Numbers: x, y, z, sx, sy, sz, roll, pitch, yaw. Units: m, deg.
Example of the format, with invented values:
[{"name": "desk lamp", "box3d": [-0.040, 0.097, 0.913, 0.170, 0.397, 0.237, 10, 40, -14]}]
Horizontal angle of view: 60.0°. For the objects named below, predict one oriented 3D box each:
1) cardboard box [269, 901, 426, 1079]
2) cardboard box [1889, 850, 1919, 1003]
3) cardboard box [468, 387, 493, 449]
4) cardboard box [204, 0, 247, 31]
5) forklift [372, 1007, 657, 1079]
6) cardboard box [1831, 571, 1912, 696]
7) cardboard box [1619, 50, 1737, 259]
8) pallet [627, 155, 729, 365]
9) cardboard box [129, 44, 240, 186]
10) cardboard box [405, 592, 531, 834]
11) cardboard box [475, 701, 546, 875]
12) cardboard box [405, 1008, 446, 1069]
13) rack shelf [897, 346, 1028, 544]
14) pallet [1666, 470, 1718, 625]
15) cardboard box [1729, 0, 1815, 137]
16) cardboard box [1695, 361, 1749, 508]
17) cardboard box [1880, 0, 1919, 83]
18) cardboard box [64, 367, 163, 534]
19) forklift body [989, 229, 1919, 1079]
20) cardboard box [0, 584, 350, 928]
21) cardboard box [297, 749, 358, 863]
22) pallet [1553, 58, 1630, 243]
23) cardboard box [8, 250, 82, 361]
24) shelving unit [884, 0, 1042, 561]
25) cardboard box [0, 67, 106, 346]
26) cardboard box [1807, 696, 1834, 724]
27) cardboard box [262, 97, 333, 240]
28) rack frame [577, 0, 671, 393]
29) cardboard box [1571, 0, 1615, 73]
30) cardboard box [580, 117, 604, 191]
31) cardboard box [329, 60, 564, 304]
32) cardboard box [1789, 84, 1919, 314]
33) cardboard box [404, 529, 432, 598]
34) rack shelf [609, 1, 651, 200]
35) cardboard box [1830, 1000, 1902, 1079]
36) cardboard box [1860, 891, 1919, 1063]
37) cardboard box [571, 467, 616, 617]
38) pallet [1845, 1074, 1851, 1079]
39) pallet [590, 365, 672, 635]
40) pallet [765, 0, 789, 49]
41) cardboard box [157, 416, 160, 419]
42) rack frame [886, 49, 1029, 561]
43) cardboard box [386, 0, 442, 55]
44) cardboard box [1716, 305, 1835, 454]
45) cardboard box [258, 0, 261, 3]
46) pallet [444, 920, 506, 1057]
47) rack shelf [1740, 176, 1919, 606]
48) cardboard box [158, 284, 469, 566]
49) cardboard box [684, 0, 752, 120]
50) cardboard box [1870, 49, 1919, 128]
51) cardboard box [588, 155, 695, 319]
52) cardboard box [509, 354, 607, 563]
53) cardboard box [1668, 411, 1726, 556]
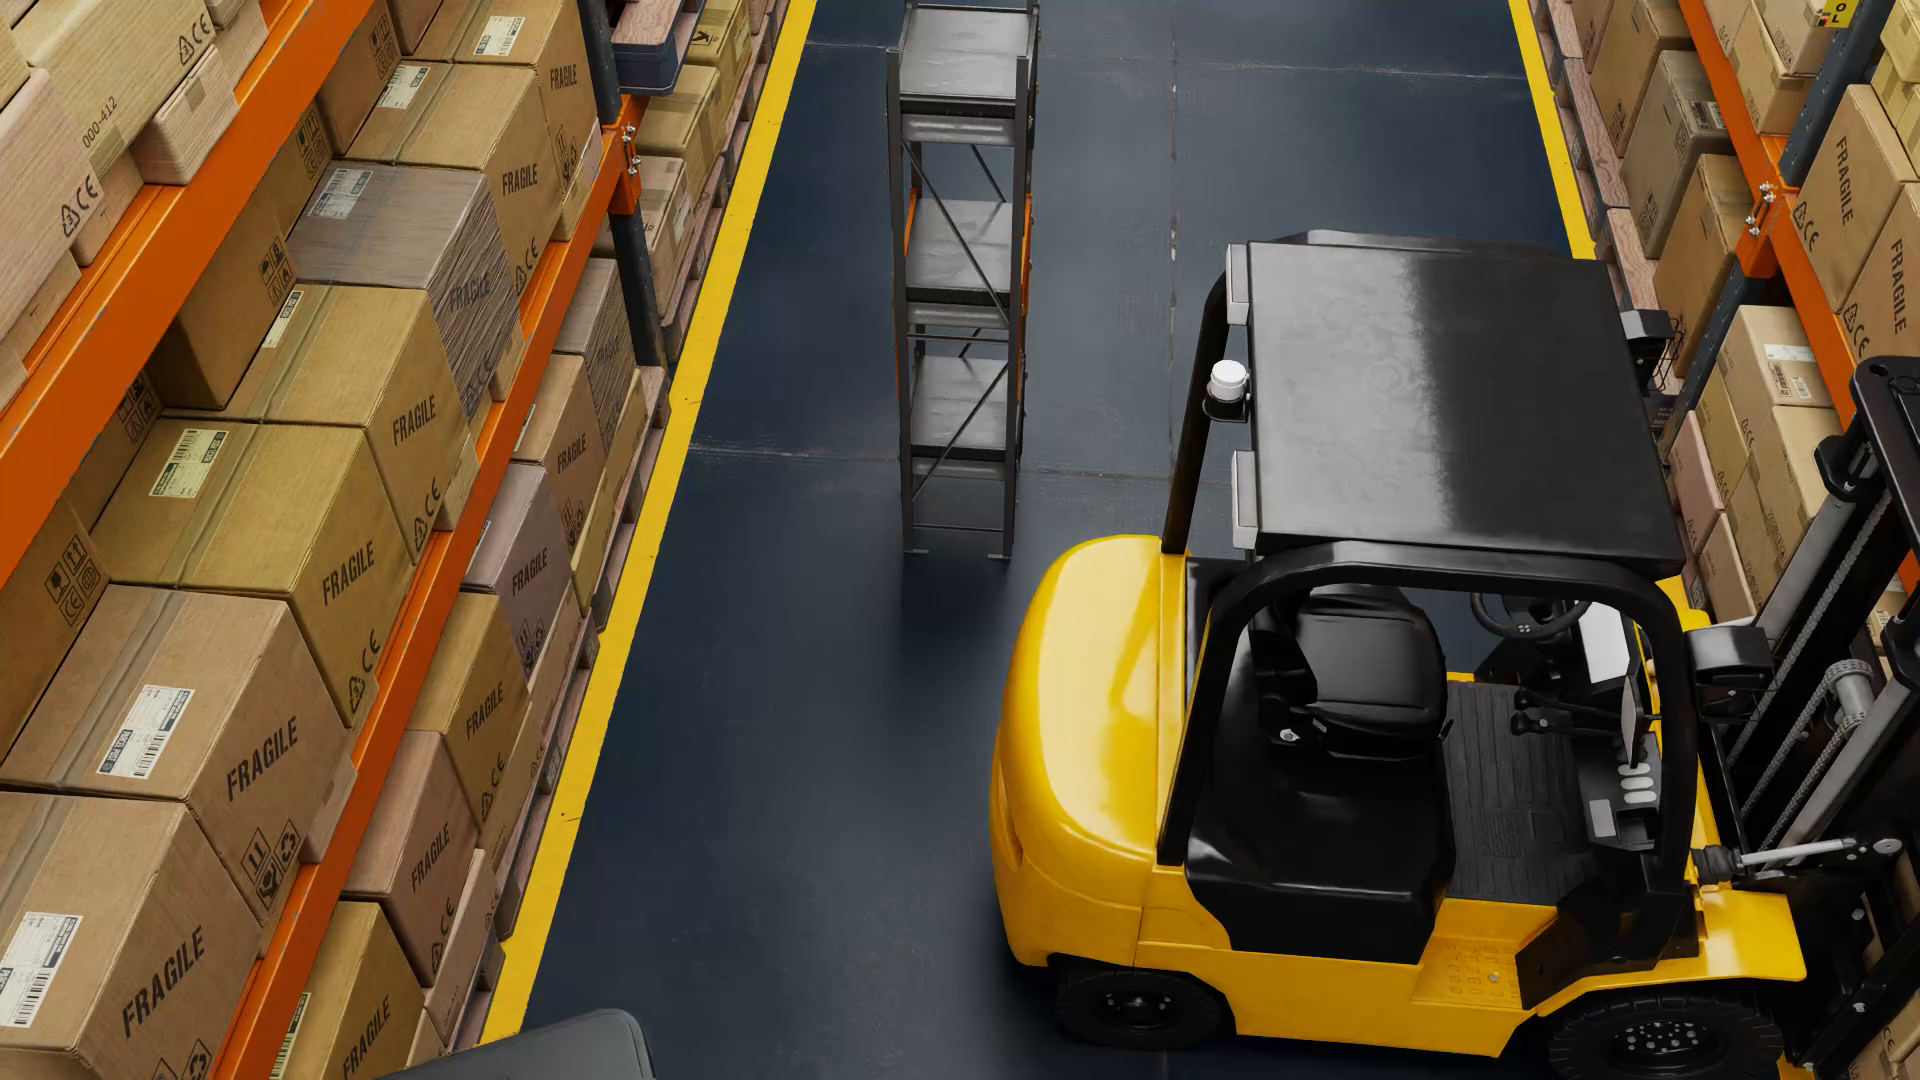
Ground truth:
[{"name": "cardboard box", "box3d": [-1.705, 1.240, 4.154, 0.500, 0.500, 0.500, 2, 48, 2]}, {"name": "cardboard box", "box3d": [2.696, 0.972, 4.230, 0.500, 0.250, 0.500, 4, 48, 4]}, {"name": "cardboard box", "box3d": [-1.559, -0.367, 4.723, 0.380, 0.149, 0.250, 3, 48, 3]}, {"name": "cardboard box", "box3d": [-1.600, -1.241, 3.220, 0.500, 0.250, 0.500, 5, 48, 4]}, {"name": "forklift", "box3d": [-0.705, 1.813, 2.605, 3.031, 2.935, 1.130, -14, 49, -13]}, {"name": "cardboard box", "box3d": [2.805, 0.215, 4.922, 0.500, 0.250, 0.500, 5, 48, 5]}, {"name": "cardboard box", "box3d": [3.367, -1.604, 7.009, 0.875, 0.625, 0.625, 3, 48, 3]}, {"name": "pallet", "box3d": [-1.621, -1.272, 7.270, 1.003, 0.211, 1.213, 4, 48, 4]}, {"name": "cardboard box", "box3d": [-1.588, -0.801, 3.087, 0.380, 0.149, 0.250, 4, 48, 4]}, {"name": "cardboard box", "box3d": [-1.608, 0.487, 4.842, 0.500, 0.500, 0.500, 5, 48, 4]}, {"name": "cardboard box", "box3d": [-1.615, 0.734, 5.125, 0.500, 0.250, 0.500, 7, 48, 6]}, {"name": "cardboard box", "box3d": [-1.707, 1.510, 4.415, 0.500, 0.250, 0.500, 4, 48, 3]}, {"name": "rack shelf", "box3d": [0.015, -0.349, 6.113, 0.431, 0.518, 0.480, 4, 48, 4]}, {"name": "pallet", "box3d": [3.138, 0.213, 5.912, 1.003, 0.211, 1.213, 4, 48, 4]}, {"name": "cardboard box", "box3d": [3.038, -1.647, 5.825, 0.500, 0.250, 0.500, 5, 48, 4]}, {"name": "cardboard box", "box3d": [2.901, -0.358, 5.784, 0.500, 0.250, 0.500, 4, 48, 3]}, {"name": "cardboard box", "box3d": [2.928, -1.449, 4.833, 0.380, 0.149, 0.250, 5, 48, 4]}, {"name": "cardboard box", "box3d": [-2.229, -0.316, 3.560, 0.700, 0.500, 0.500, 3, 48, 3]}, {"name": "forklift body", "box3d": [1.244, 0.400, 4.427, 2.313, 2.155, 1.214, 4, 48, 4]}, {"name": "cardboard box", "box3d": [-1.692, 0.454, 3.533, 0.500, 0.500, 0.500, 5, 48, 5]}, {"name": "cardboard box", "box3d": [-1.636, 0.588, 3.850, 0.380, 0.149, 0.250, 5, 48, 4]}, {"name": "pallet", "box3d": [3.389, -1.812, 7.764, 1.003, 0.211, 1.213, 4, 48, 4]}, {"name": "cardboard box", "box3d": [-1.711, -0.426, 2.744, 0.380, 0.149, 0.250, 4, 48, 3]}, {"name": "shelving unit", "box3d": [0.015, -0.830, 5.586, 0.431, 2.100, 0.503, 4, 48, 4]}, {"name": "cardboard box", "box3d": [-1.689, -0.485, 2.528, 0.500, 0.250, 0.500, 3, 48, 3]}, {"name": "cardboard box", "box3d": [2.800, 0.381, 5.109, 0.500, 0.250, 0.500, 4, 48, 3]}, {"name": "cardboard box", "box3d": [-2.088, -1.063, 4.242, 0.700, 0.500, 0.500, 3, 48, 3]}, {"name": "rack frame", "box3d": [-1.691, -1.641, 5.718, 1.000, 3.000, 0.127, 4, 48, 4]}, {"name": "cardboard box", "box3d": [3.495, -2.651, 7.967, 0.875, 0.625, 0.625, 5, 48, 5]}, {"name": "cardboard box", "box3d": [-1.417, -1.300, 5.576, 0.380, 0.149, 0.250, 3, 48, 3]}, {"name": "cardboard box", "box3d": [-1.524, -1.053, 4.911, 0.500, 0.500, 0.500, 5, 48, 5]}, {"name": "cardboard box", "box3d": [2.952, -1.035, 5.096, 0.500, 0.500, 0.500, 3, 48, 2]}, {"name": "cardboard box", "box3d": [-1.628, 0.006, 4.382, 0.380, 0.149, 0.250, 3, 48, 2]}, {"name": "rack shelf", "box3d": [-1.509, -2.868, 7.328, 1.077, 0.370, 4.000, 4, 48, 4]}, {"name": "cardboard box", "box3d": [2.725, 1.317, 4.591, 0.500, 0.250, 0.500, 4, 48, 4]}, {"name": "cardboard box", "box3d": [2.704, 1.120, 4.433, 0.500, 0.250, 0.500, 3, 48, 3]}, {"name": "cardboard box", "box3d": [-1.516, -0.010, 5.805, 0.500, 0.250, 0.500, 3, 48, 2]}, {"name": "pallet", "box3d": [2.916, 2.006, 4.272, 1.003, 0.211, 1.213, 4, 48, 4]}, {"name": "pallet", "box3d": [-1.717, -0.204, 6.294, 1.003, 0.211, 1.213, 4, 48, 4]}, {"name": "pallet", "box3d": [-1.399, -3.065, 8.910, 1.003, 0.211, 1.213, 4, 48, 4]}, {"name": "cardboard box", "box3d": [-2.116, -0.359, 4.277, 0.500, 0.500, 0.500, 4, 48, 4]}, {"name": "rack frame", "box3d": [-0.007, -0.651, 5.422, 0.400, 2.100, 0.015, 4, 48, 4]}, {"name": "cardboard box", "box3d": [-1.947, -1.804, 4.920, 0.700, 0.500, 0.500, 3, 48, 3]}, {"name": "cardboard box", "box3d": [2.896, -0.527, 5.600, 0.500, 0.250, 0.500, 3, 48, 3]}, {"name": "cardboard box", "box3d": [-1.652, -1.187, 3.440, 0.380, 0.149, 0.250, 3, 48, 3]}, {"name": "pallet", "box3d": [-1.939, 1.589, 4.654, 1.003, 0.211, 1.213, 4, 48, 4]}, {"name": "rack shelf", "box3d": [3.070, 0.402, 4.337, 1.077, 0.370, 4.000, 4, 48, 4]}, {"name": "cardboard box", "box3d": [-1.609, -0.295, 4.218, 0.500, 0.500, 0.500, 3, 48, 3]}, {"name": "cardboard box", "box3d": [-1.522, -2.321, 7.836, 0.950, 0.372, 0.625, 5, 48, 5]}, {"name": "cardboard box", "box3d": [2.962, -1.346, 4.941, 0.380, 0.149, 0.250, 3, 48, 3]}, {"name": "cardboard box", "box3d": [-1.646, -1.281, 6.886, 0.950, 0.372, 0.625, 4, 48, 4]}, {"name": "cardboard box", "box3d": [-1.522, -0.281, 5.545, 0.500, 0.500, 0.500, 5, 48, 4]}, {"name": "cardboard box", "box3d": [2.879, -0.191, 5.970, 0.500, 0.250, 0.500, 4, 48, 4]}]
